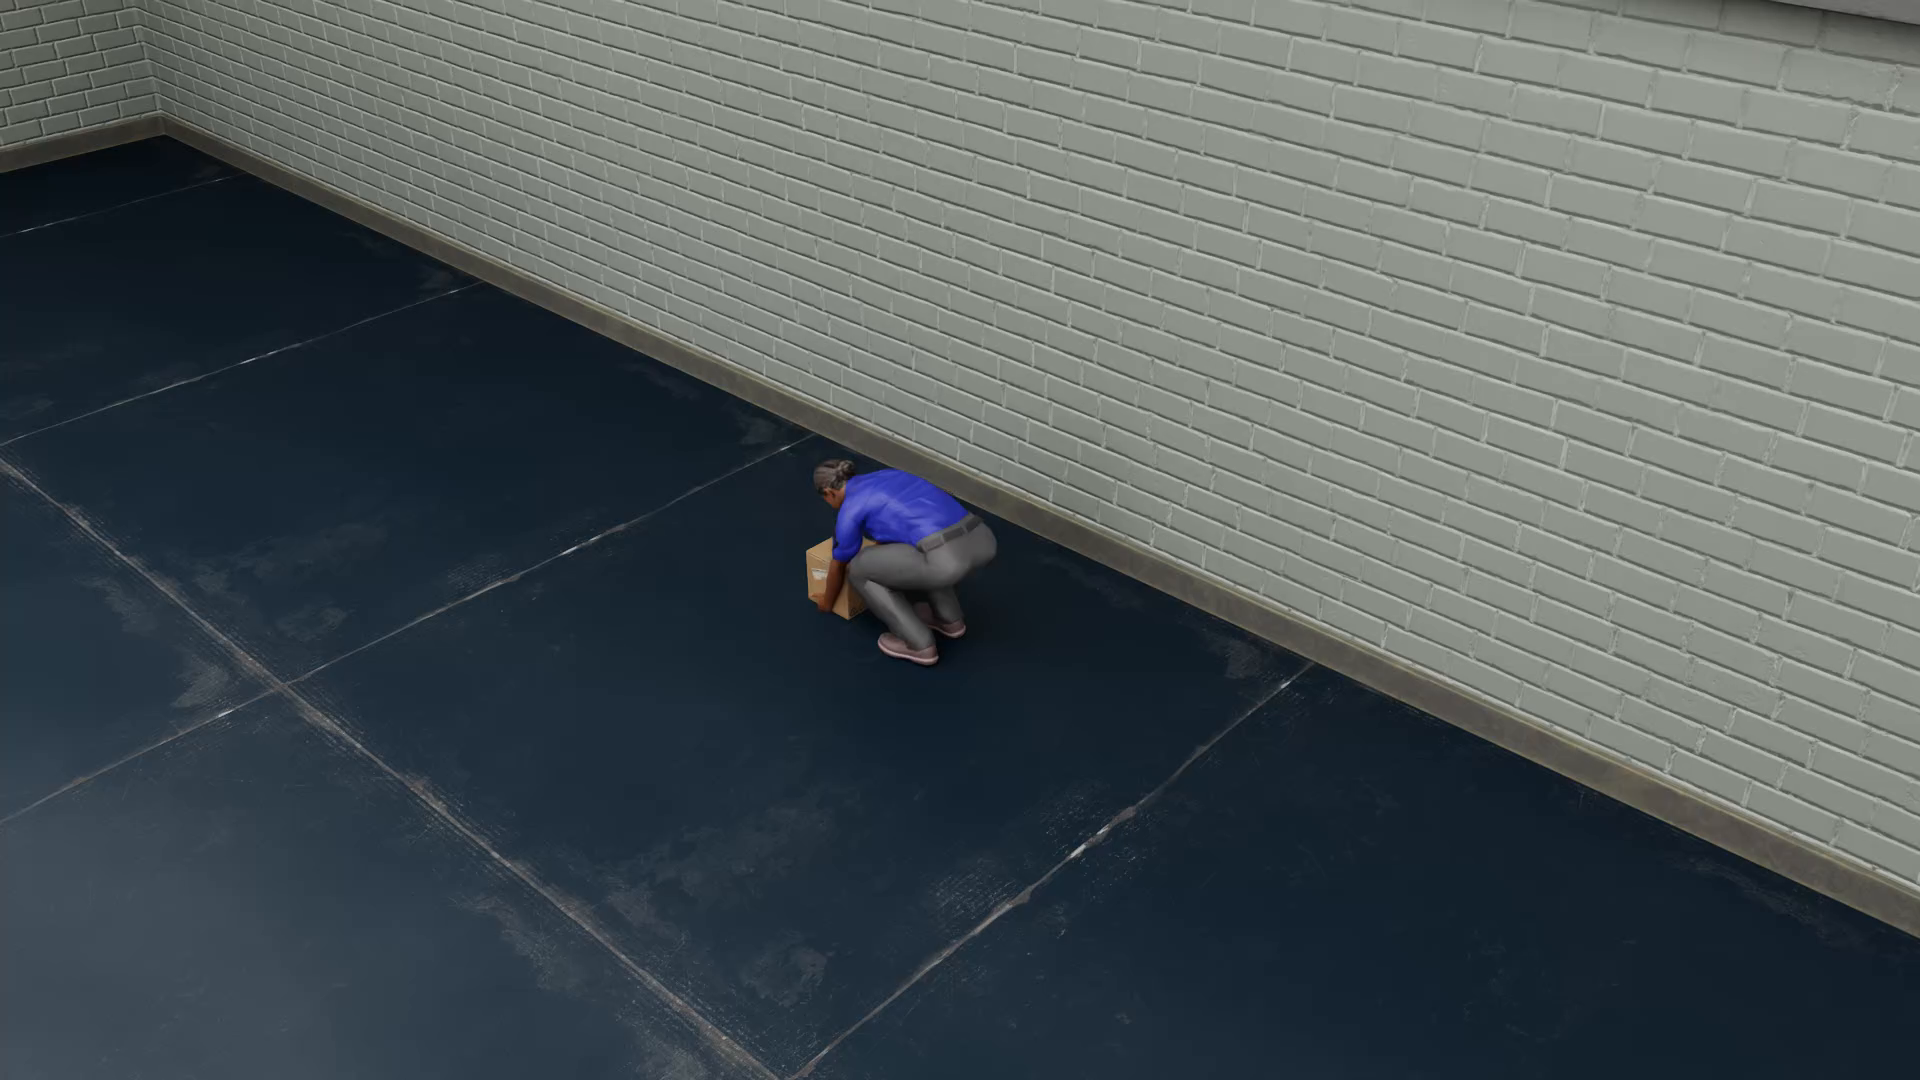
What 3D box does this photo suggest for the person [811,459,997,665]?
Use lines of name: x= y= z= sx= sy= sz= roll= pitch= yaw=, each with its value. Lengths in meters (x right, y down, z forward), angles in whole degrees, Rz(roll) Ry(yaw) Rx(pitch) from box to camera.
person: x=-0.255 y=0.074 z=6.924 sx=0.864 sy=0.743 sz=0.451 roll=24 pitch=39 yaw=34
